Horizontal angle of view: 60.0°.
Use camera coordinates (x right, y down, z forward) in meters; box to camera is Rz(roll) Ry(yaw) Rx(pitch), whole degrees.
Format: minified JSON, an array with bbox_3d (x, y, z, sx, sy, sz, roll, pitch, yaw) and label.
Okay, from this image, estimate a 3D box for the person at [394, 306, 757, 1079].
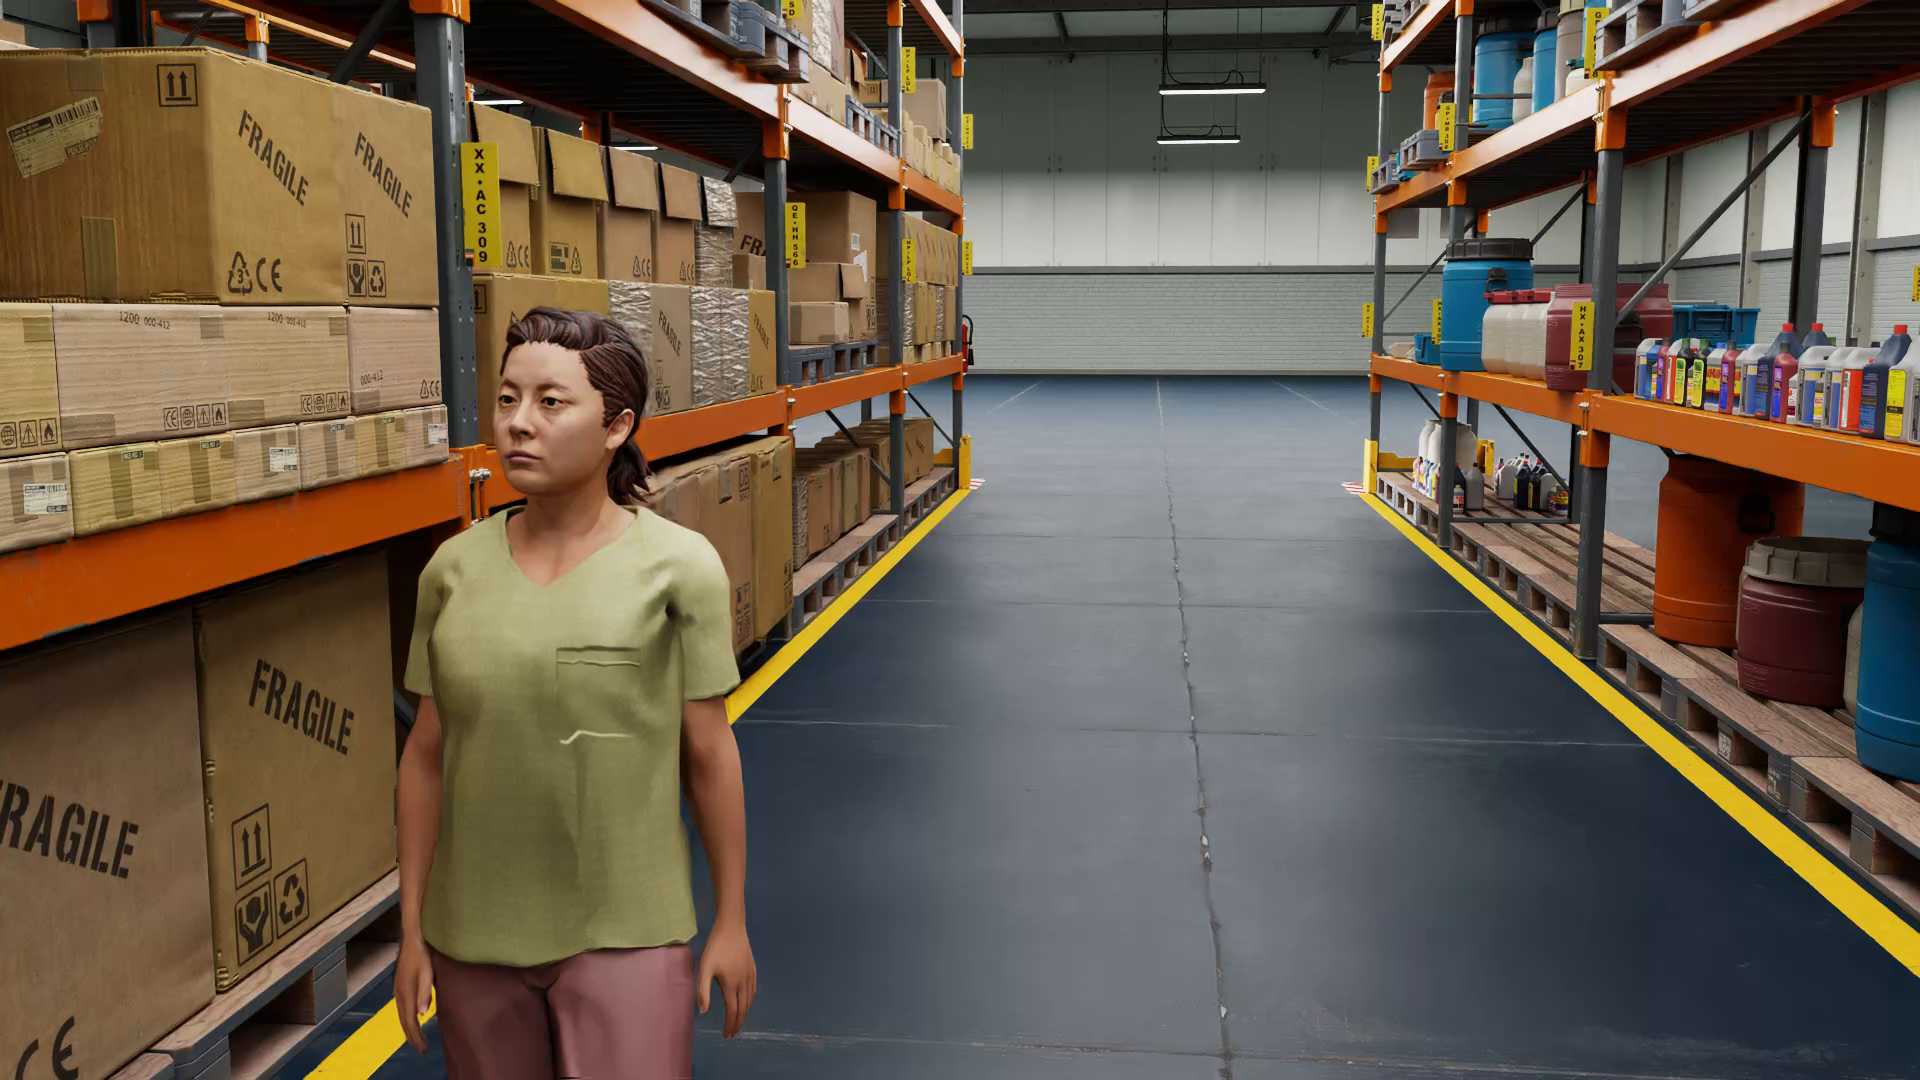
[{"bbox_3d":[-0.520,0.539,2.145,0.466,1.666,0.486,1,8,7],"label":"person"}]
